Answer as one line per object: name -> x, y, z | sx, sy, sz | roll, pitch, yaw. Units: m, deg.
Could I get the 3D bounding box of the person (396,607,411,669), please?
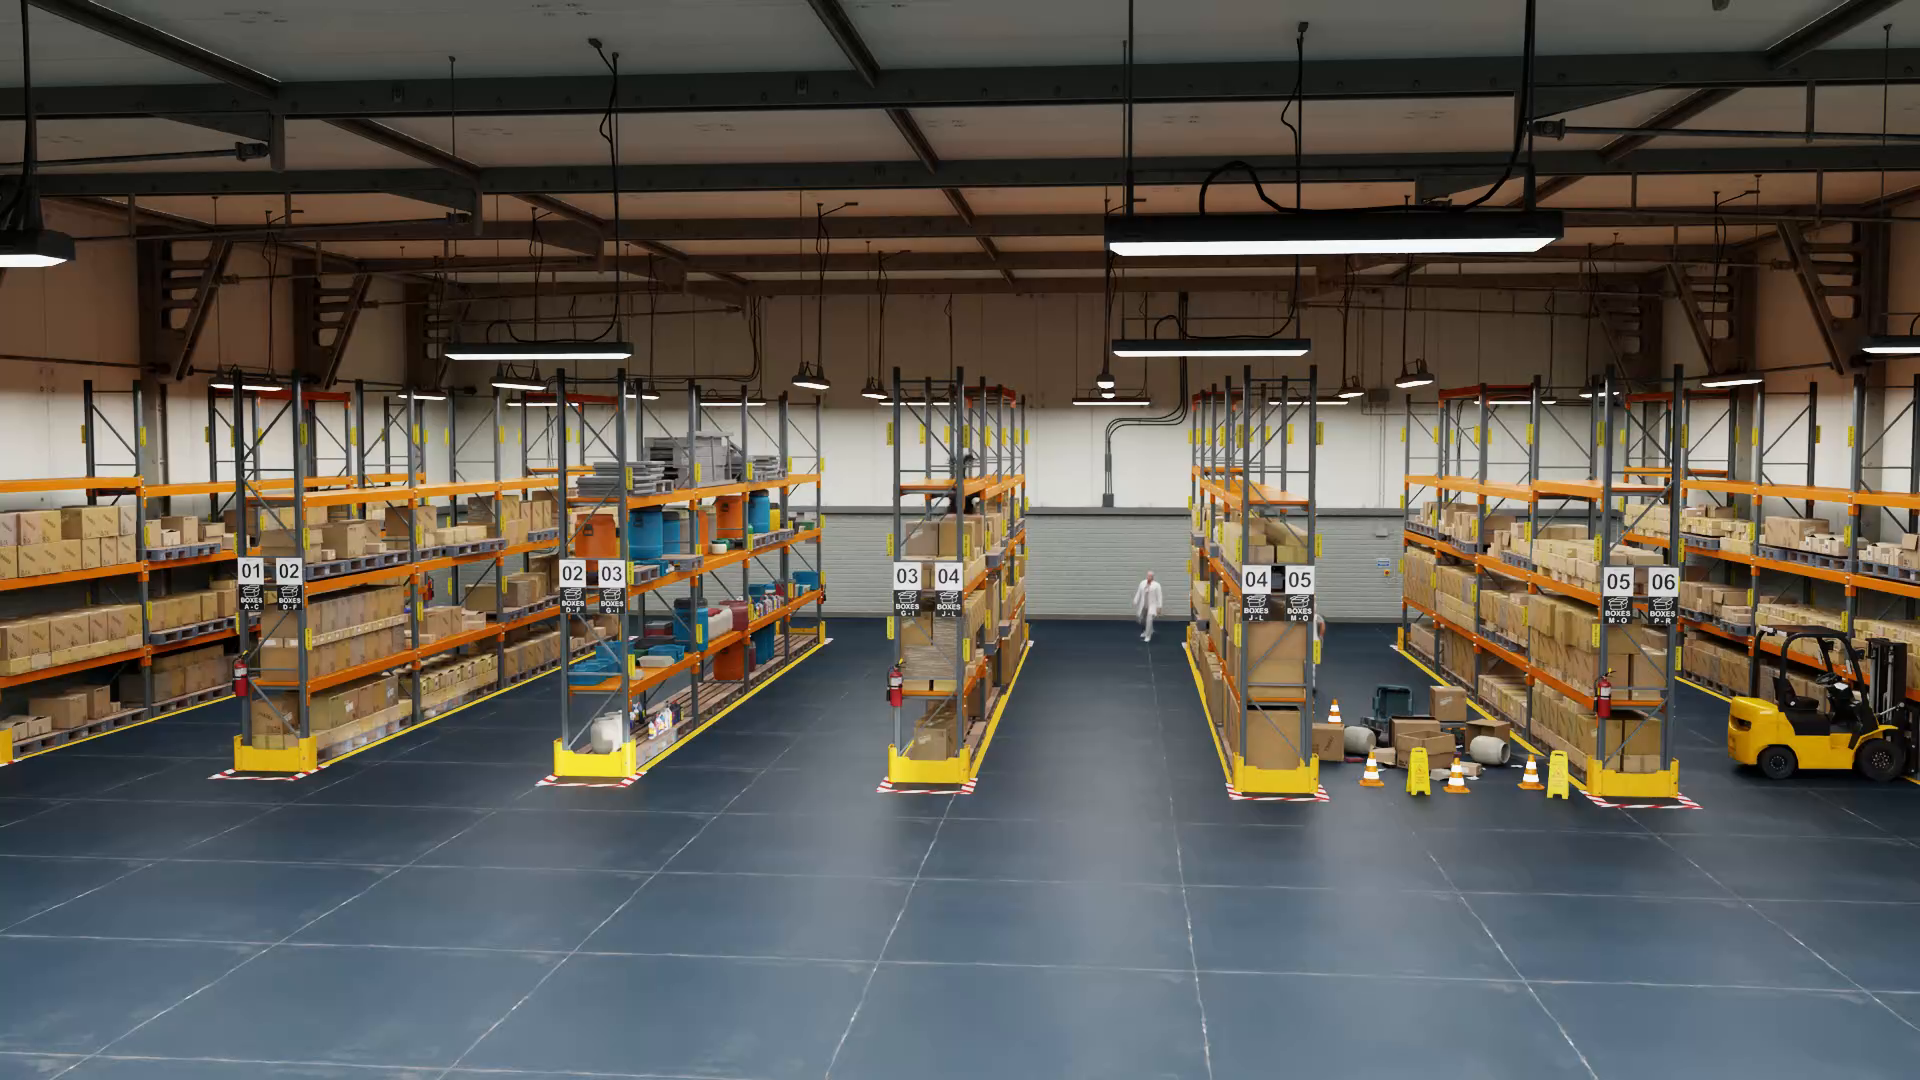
person -> -11.739, 2.006, 34.789 | 0.526, 1.705, 0.861 | 0, 4, 5

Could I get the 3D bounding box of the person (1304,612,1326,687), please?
person -> 6.921, 2.075, 33.083 | 0.606, 1.790, 0.809 | 0, 4, -8

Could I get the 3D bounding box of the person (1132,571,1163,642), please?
person -> 4.624, 1.591, 40.703 | 0.807, 1.684, 0.827 | 2, 4, 27
